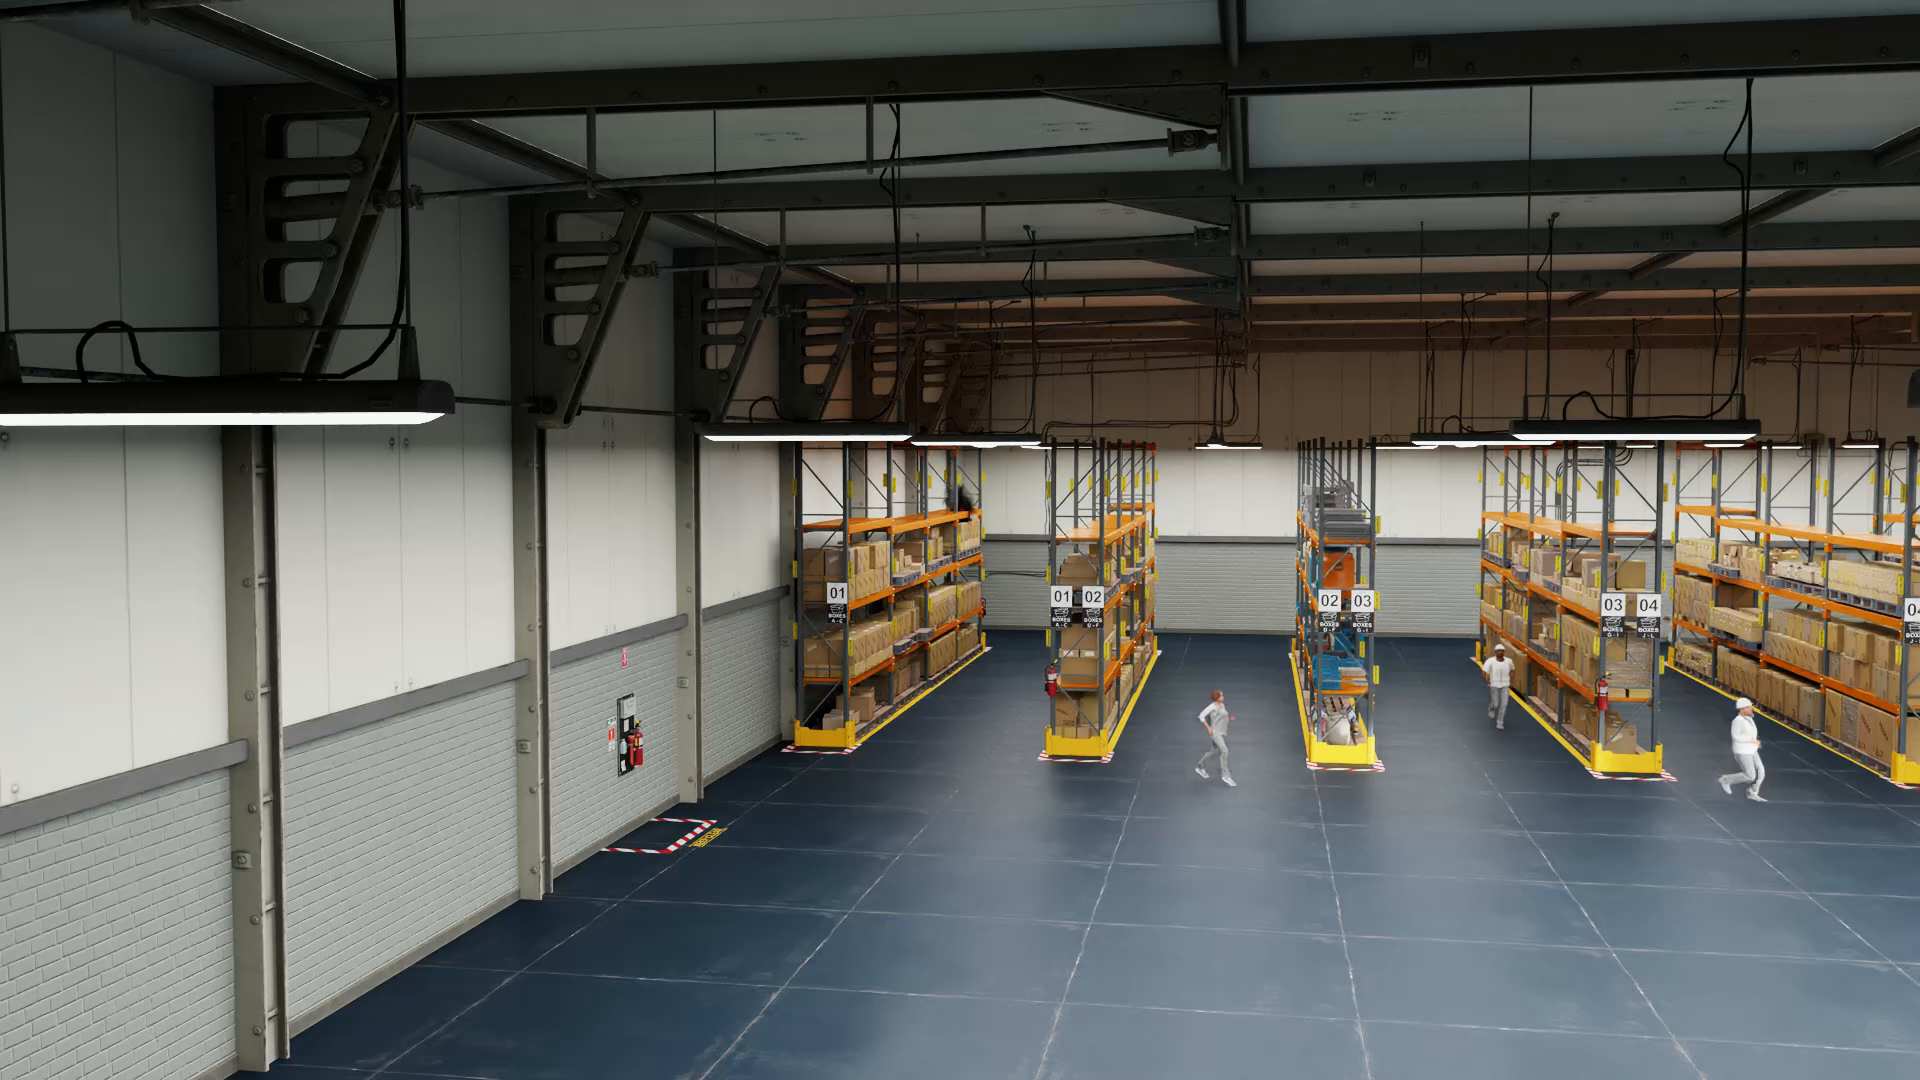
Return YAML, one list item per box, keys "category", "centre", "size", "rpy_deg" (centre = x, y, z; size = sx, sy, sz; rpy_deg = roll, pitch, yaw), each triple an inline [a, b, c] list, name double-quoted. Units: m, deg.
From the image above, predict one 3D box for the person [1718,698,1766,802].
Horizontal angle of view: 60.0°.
- category: "person"
  centre: [12.837, 3.443, 27.296]
  size: [0.661, 1.719, 0.689]
  rpy_deg: [3, 4, 43]

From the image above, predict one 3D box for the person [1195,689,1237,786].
- category: "person"
  centre: [4.420, 3.390, 28.701]
  size: [0.797, 1.619, 0.519]
  rpy_deg: [2, 3, 29]

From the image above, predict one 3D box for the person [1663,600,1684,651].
- category: "person"
  centre: [19.712, 2.416, 45.724]
  size: [0.724, 1.823, 0.685]
  rpy_deg: [0, 3, -5]

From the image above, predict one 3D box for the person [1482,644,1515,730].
- category: "person"
  centre: [11.213, 3.030, 34.560]
  size: [0.699, 1.738, 0.780]
  rpy_deg: [0, 3, 5]
